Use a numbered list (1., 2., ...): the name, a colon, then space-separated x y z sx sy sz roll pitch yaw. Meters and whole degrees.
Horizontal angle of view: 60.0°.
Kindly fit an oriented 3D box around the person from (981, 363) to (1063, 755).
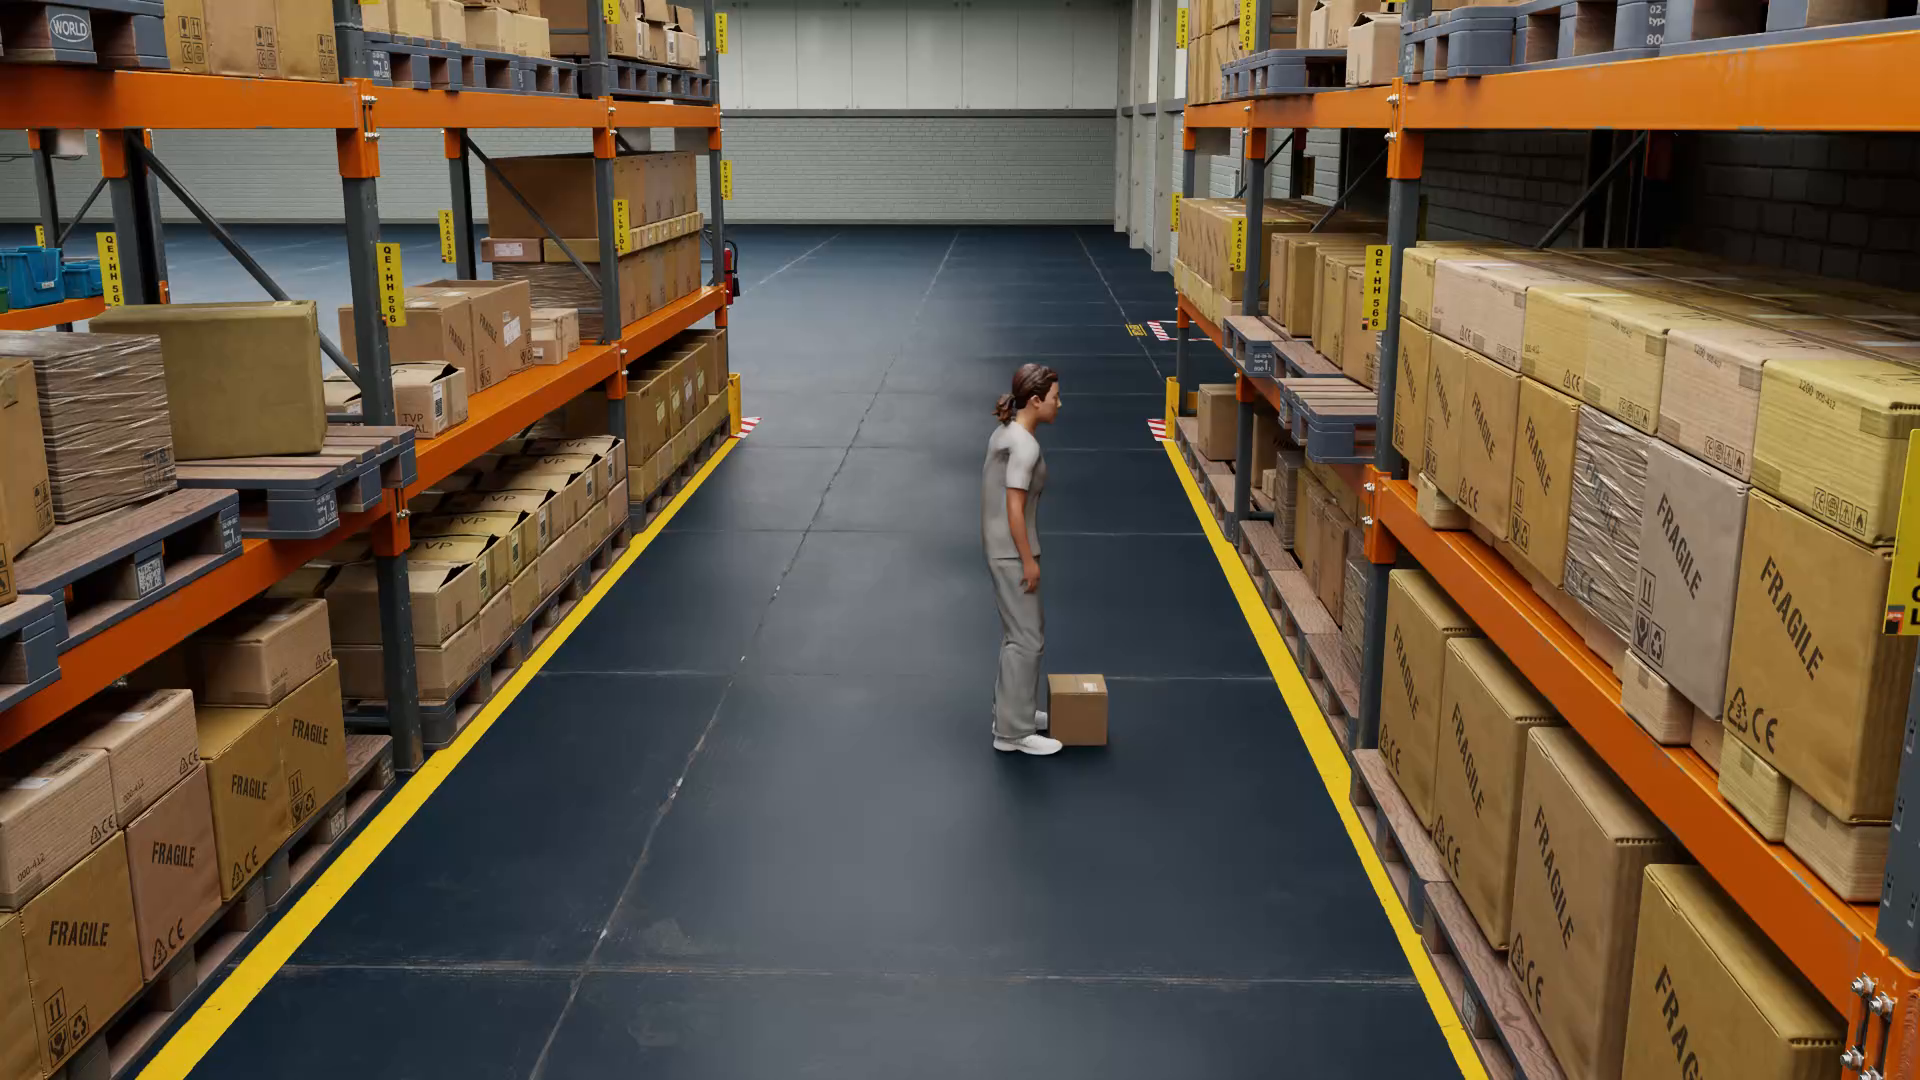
1. person: 0.273 0.068 7.231 0.366 1.671 0.505 0 14 -2
